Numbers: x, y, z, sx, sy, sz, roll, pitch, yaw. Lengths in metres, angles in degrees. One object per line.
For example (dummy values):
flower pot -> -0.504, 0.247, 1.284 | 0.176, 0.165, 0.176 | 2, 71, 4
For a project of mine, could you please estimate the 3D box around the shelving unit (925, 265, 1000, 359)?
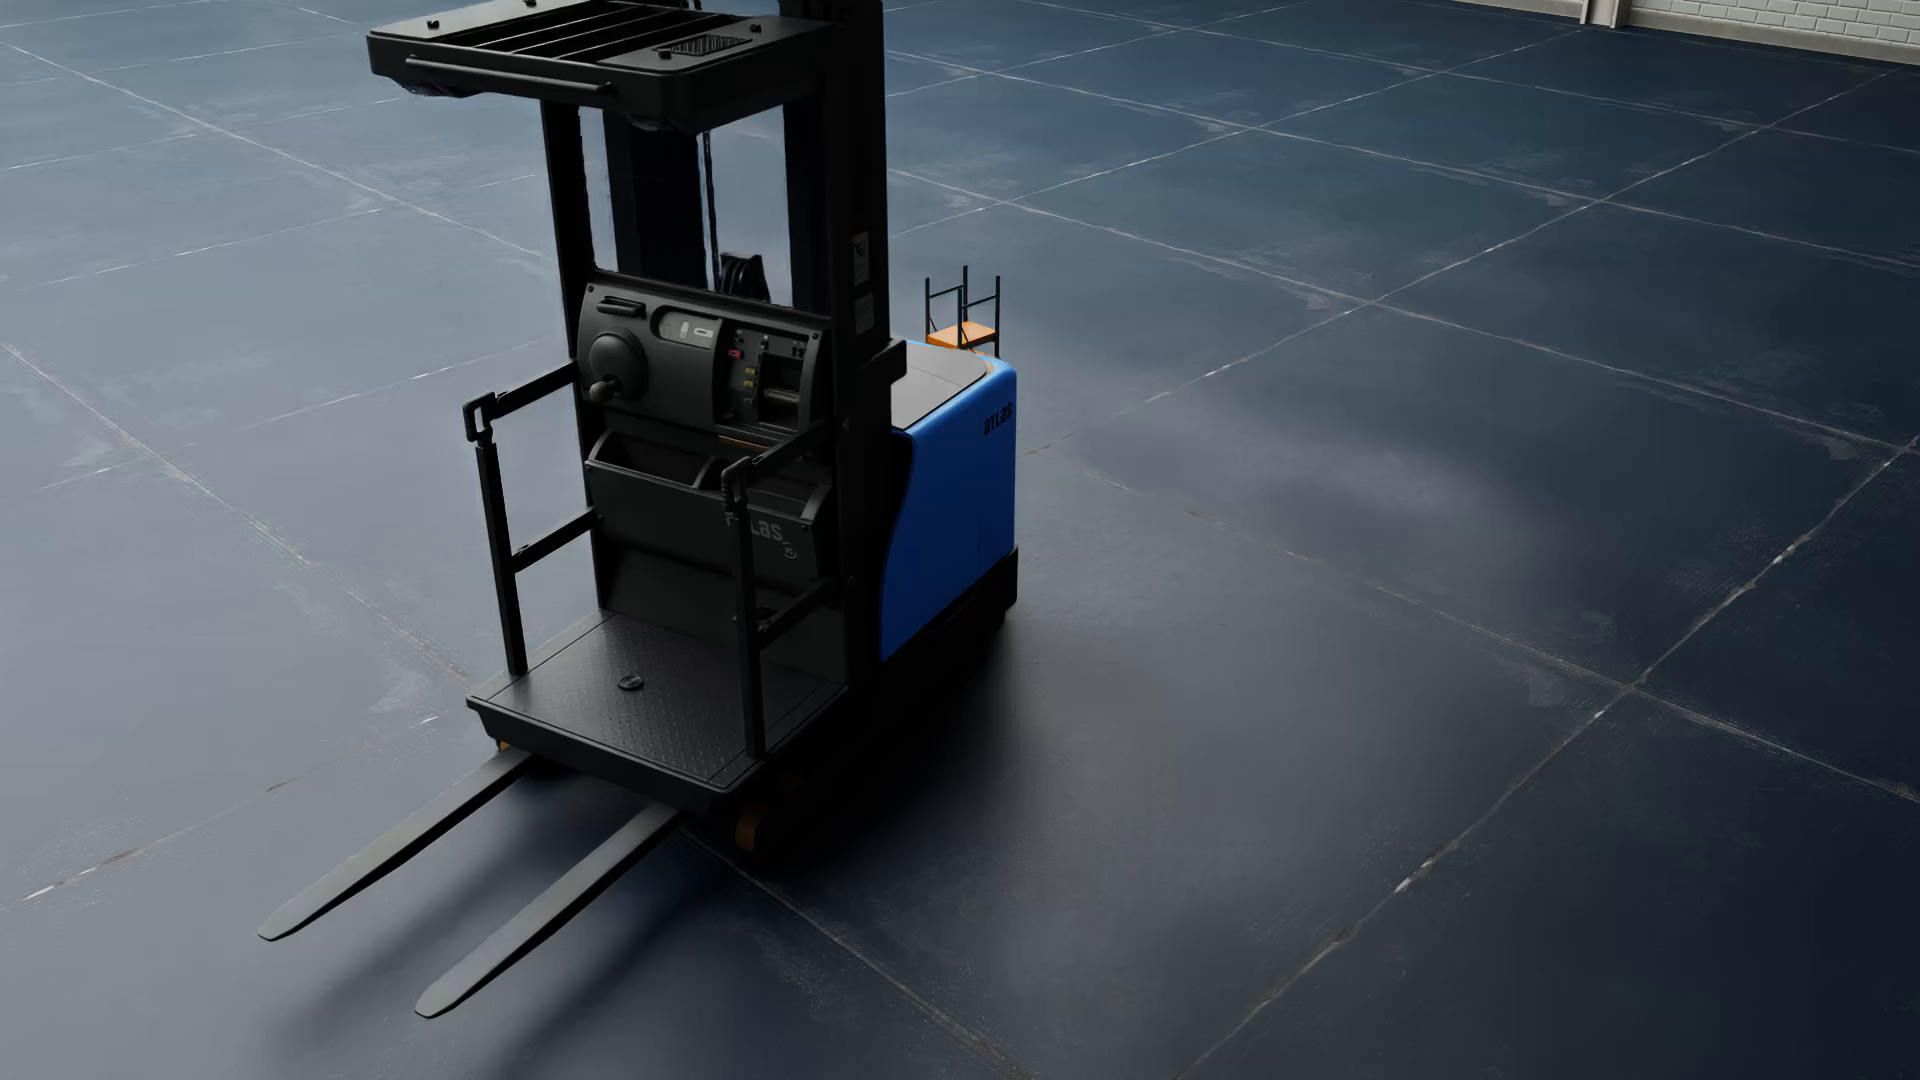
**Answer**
shelving unit -> 0.010, -0.526, 6.962 | 0.189, 1.200, 0.258 | 25, 36, 38

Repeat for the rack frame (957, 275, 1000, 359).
rack frame -> 0.076, -0.496, 6.905 | 0.006, 1.200, 0.240 | 25, 36, 38

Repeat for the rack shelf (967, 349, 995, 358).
rack shelf -> 0.010, -0.699, 6.871 | 0.180, 0.103, 0.258 | 25, 36, 38

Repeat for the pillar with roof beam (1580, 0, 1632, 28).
pillar with roof beam -> 3.834, -8.049, 12.889 | 0.400, 9.000, 9.100 | 25, 36, 38

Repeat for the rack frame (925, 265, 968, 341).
rack frame -> -0.055, -0.556, 7.019 | 0.006, 1.200, 0.240 | 25, 36, 38

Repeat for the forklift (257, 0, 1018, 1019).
forklift -> -0.937, -0.530, 5.108 | 1.130, 2.935, 3.031 | 15, 31, 26

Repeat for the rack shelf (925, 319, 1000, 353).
rack shelf -> 0.010, -0.806, 6.815 | 0.180, 0.103, 0.258 | 25, 36, 38
